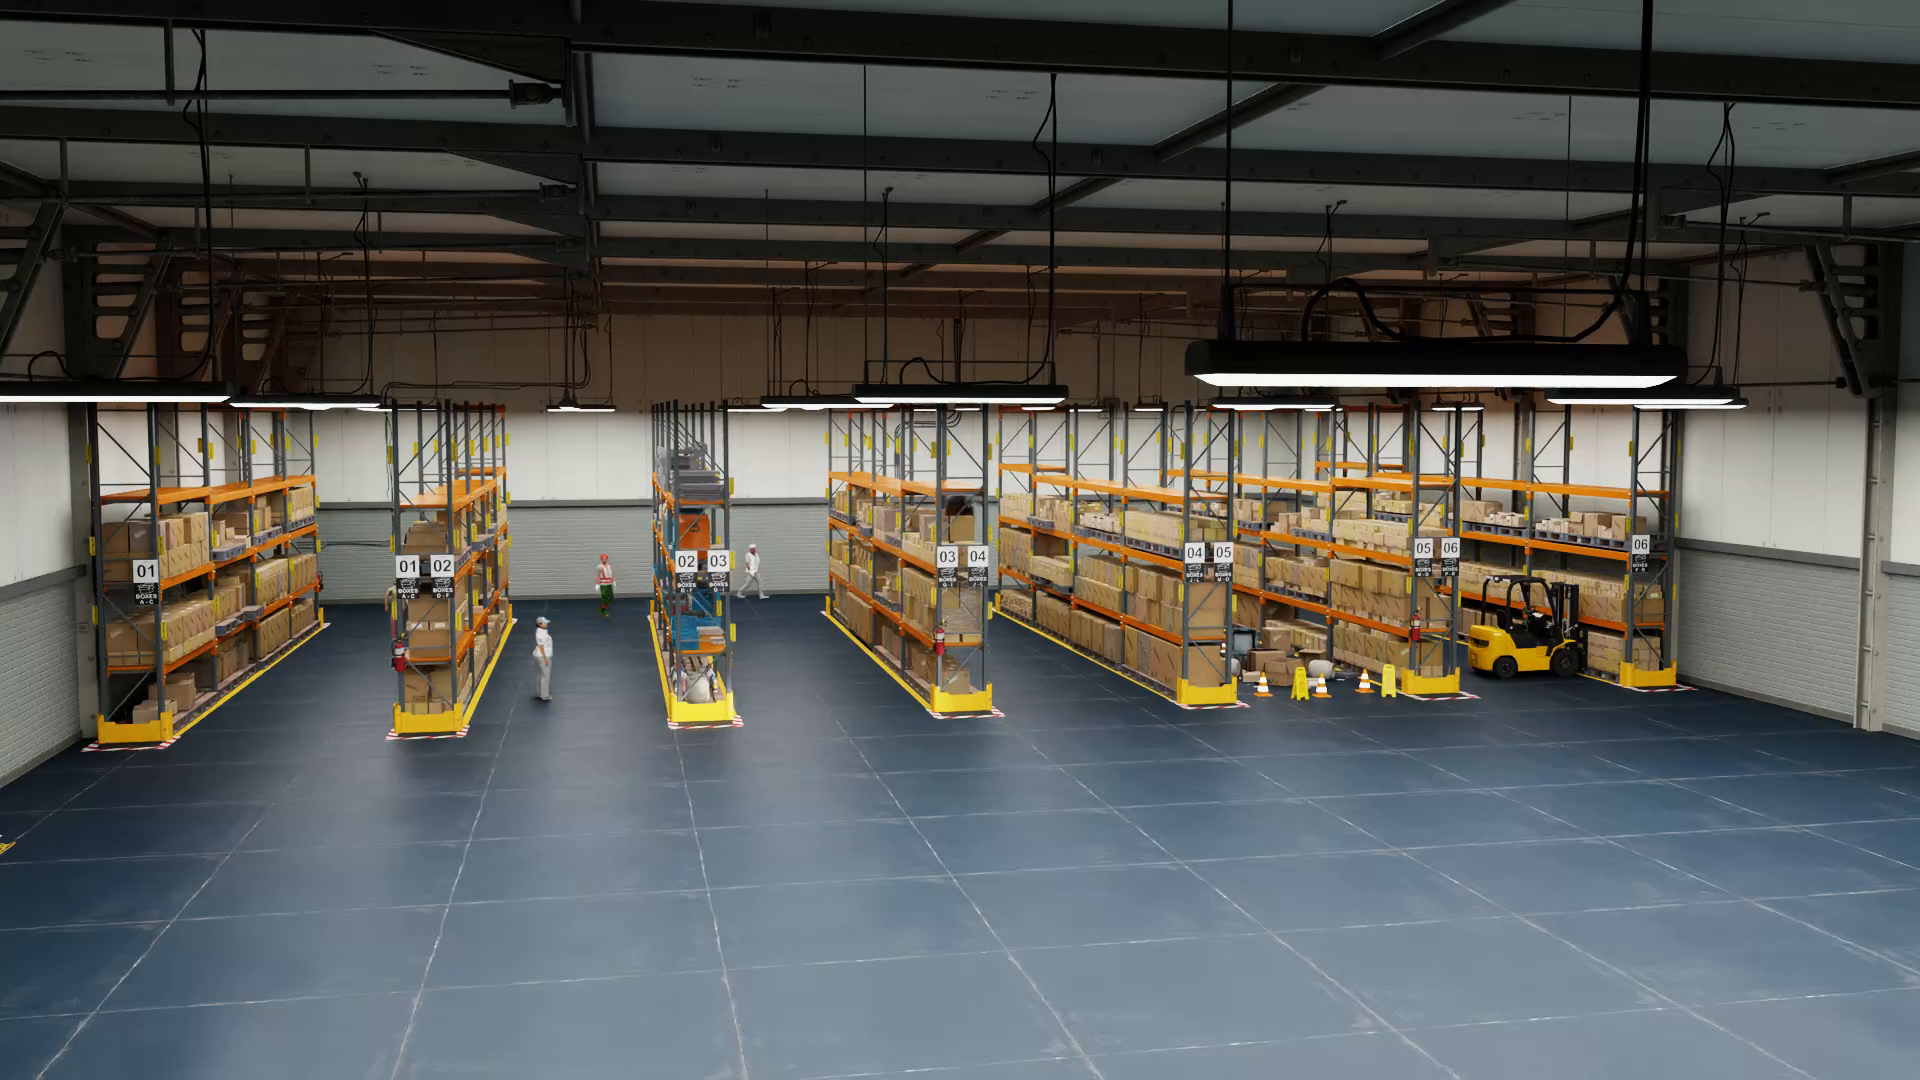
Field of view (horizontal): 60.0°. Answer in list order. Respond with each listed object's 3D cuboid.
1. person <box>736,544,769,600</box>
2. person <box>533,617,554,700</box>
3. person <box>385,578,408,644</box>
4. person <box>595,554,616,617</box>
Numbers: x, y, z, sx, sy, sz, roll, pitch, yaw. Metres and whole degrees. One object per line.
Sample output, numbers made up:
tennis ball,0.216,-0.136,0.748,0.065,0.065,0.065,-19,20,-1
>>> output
person,-6.424,0.985,51.427,1.013,1.741,0.652,1,4,7
person,-8.360,2.372,33.466,0.422,1.669,0.509,-2,5,-27
person,-14.223,1.748,42.066,0.617,1.648,0.982,-1,4,-12
person,-10.049,1.280,47.018,0.494,1.796,0.564,1,4,16
